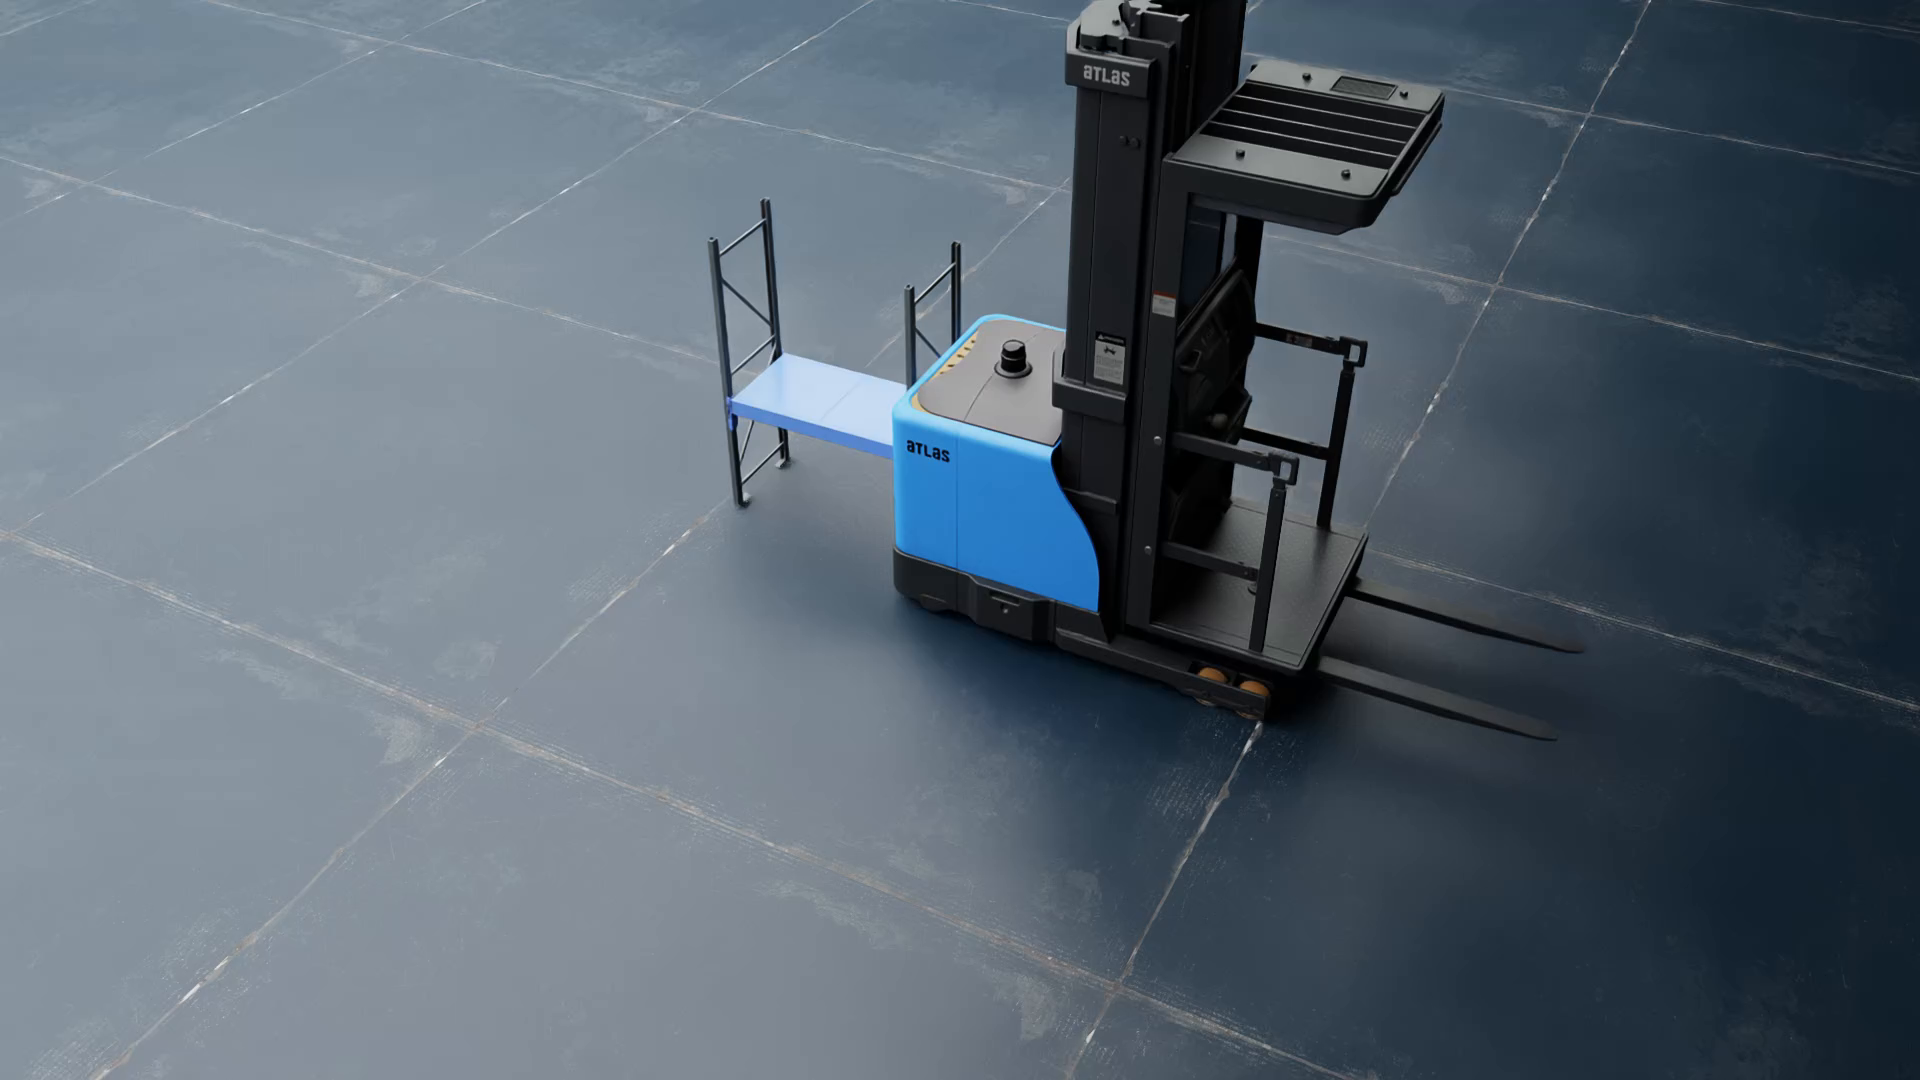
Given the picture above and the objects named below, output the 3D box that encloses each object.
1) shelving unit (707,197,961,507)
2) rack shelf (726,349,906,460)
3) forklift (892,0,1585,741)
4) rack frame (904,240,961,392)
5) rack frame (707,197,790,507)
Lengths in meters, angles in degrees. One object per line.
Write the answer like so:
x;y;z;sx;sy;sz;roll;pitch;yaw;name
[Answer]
-0.575;-0.768;8.040;1.048;1.500;0.538;17;40;21;shelving unit
-0.575;-0.624;8.149;1.000;0.185;0.538;17;40;21;rack shelf
1.239;-0.755;6.841;3.031;2.935;1.130;17;40;21;forklift
-0.120;-0.631;7.861;0.032;1.500;0.500;17;40;21;rack frame
-1.031;-0.904;8.220;0.032;1.500;0.500;17;40;21;rack frame
